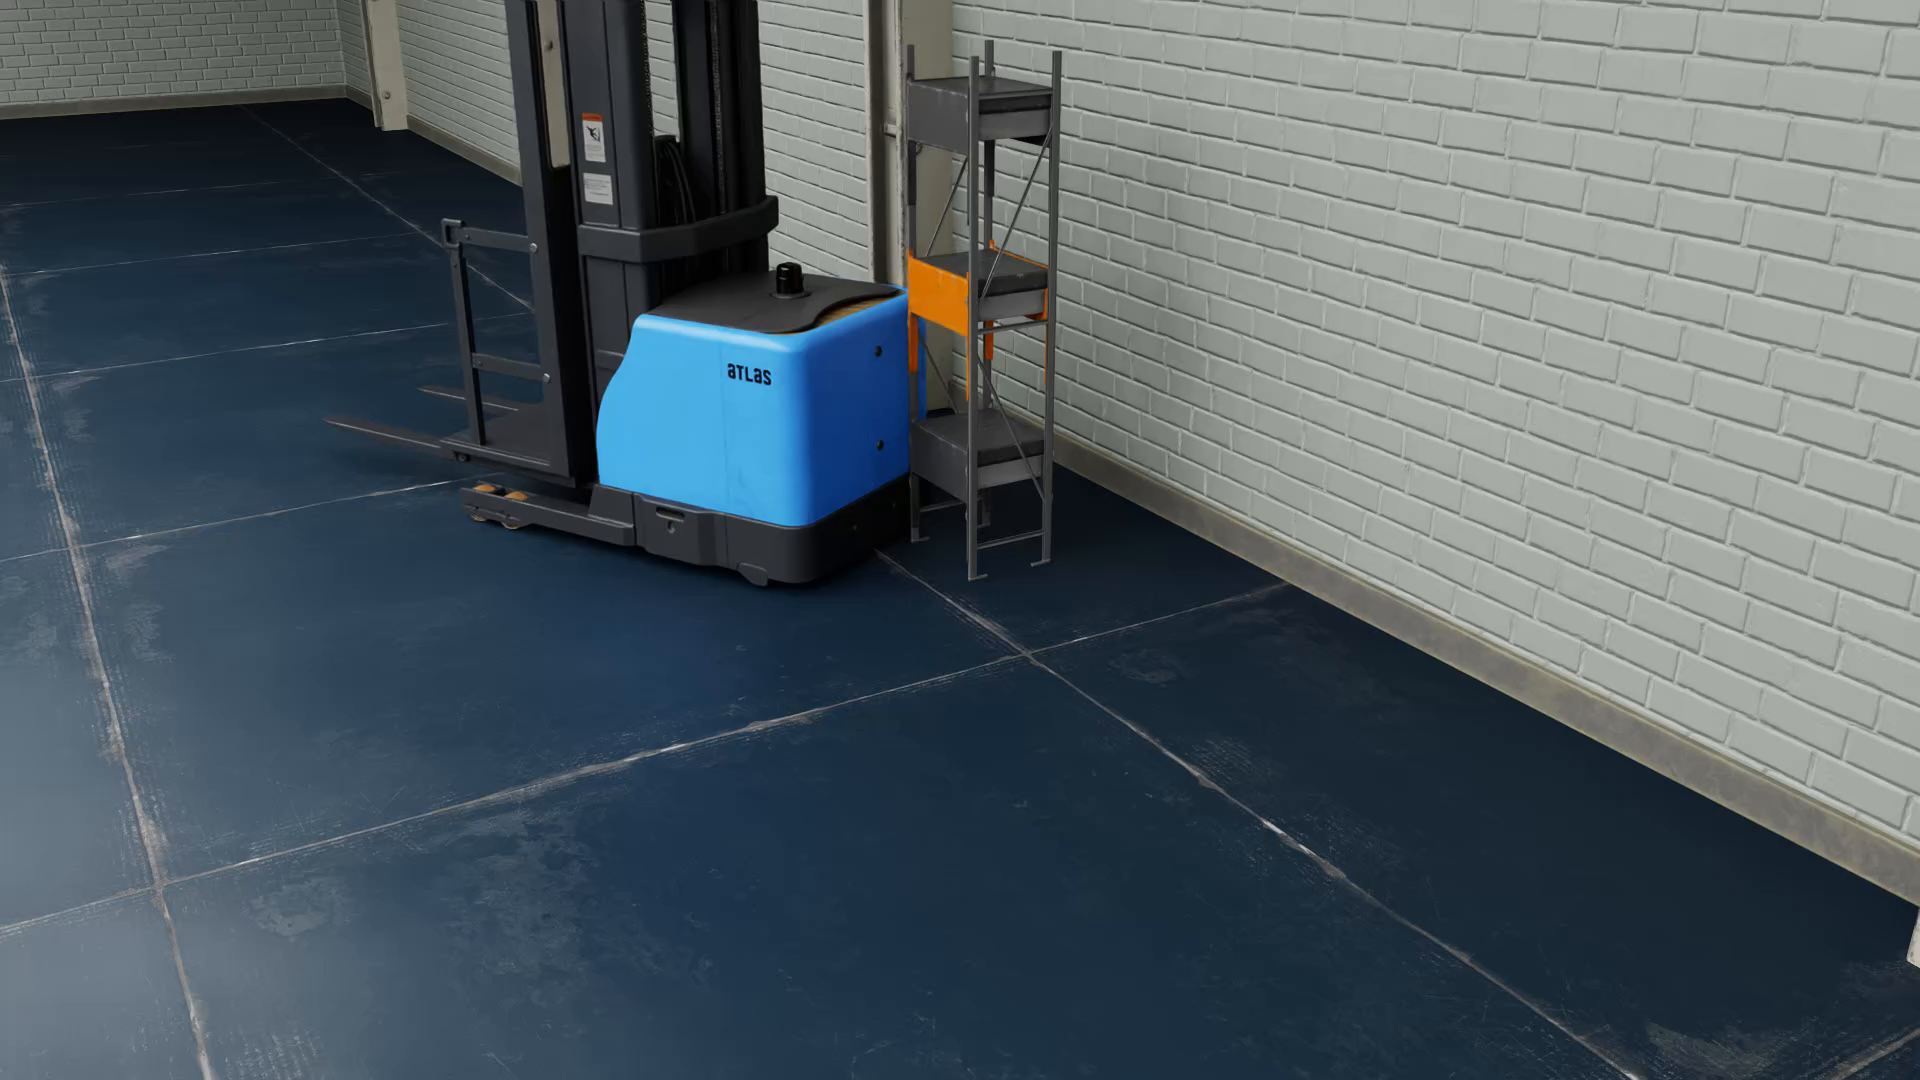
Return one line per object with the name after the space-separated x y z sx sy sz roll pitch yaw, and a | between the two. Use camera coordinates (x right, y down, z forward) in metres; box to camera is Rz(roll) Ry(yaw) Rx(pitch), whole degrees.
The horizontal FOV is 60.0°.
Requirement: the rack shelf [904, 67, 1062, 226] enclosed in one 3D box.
0.085 -1.555 6.526 0.431 0.518 0.480 -13 25 -28 | rack shelf

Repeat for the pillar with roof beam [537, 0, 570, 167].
-7.033 -6.053 10.252 9.100 9.000 0.400 -13 25 -28 | pillar with roof beam

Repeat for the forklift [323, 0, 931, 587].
-1.662 -1.561 7.259 3.031 2.935 1.130 13 25 28 | forklift

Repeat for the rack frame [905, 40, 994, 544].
-0.040 -0.998 6.979 0.400 2.100 0.015 -13 25 -28 | rack frame

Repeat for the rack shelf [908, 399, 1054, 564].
0.085 -0.258 7.053 0.431 0.518 0.480 -13 25 -28 | rack shelf

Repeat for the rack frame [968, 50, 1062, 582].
0.209 -0.840 6.590 0.400 2.100 0.015 -13 25 -28 | rack frame

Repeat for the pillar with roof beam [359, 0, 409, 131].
-10.098 -7.995 15.031 9.100 9.000 0.400 -13 25 -28 | pillar with roof beam

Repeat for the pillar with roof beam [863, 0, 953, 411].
-3.968 -4.110 5.474 9.100 9.000 0.400 -13 25 -28 | pillar with roof beam

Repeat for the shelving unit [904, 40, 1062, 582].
0.085 -0.919 6.784 0.431 2.100 0.503 -13 25 -28 | shelving unit

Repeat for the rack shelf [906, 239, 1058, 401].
0.085 -0.906 6.789 0.431 0.518 0.480 -13 25 -28 | rack shelf
